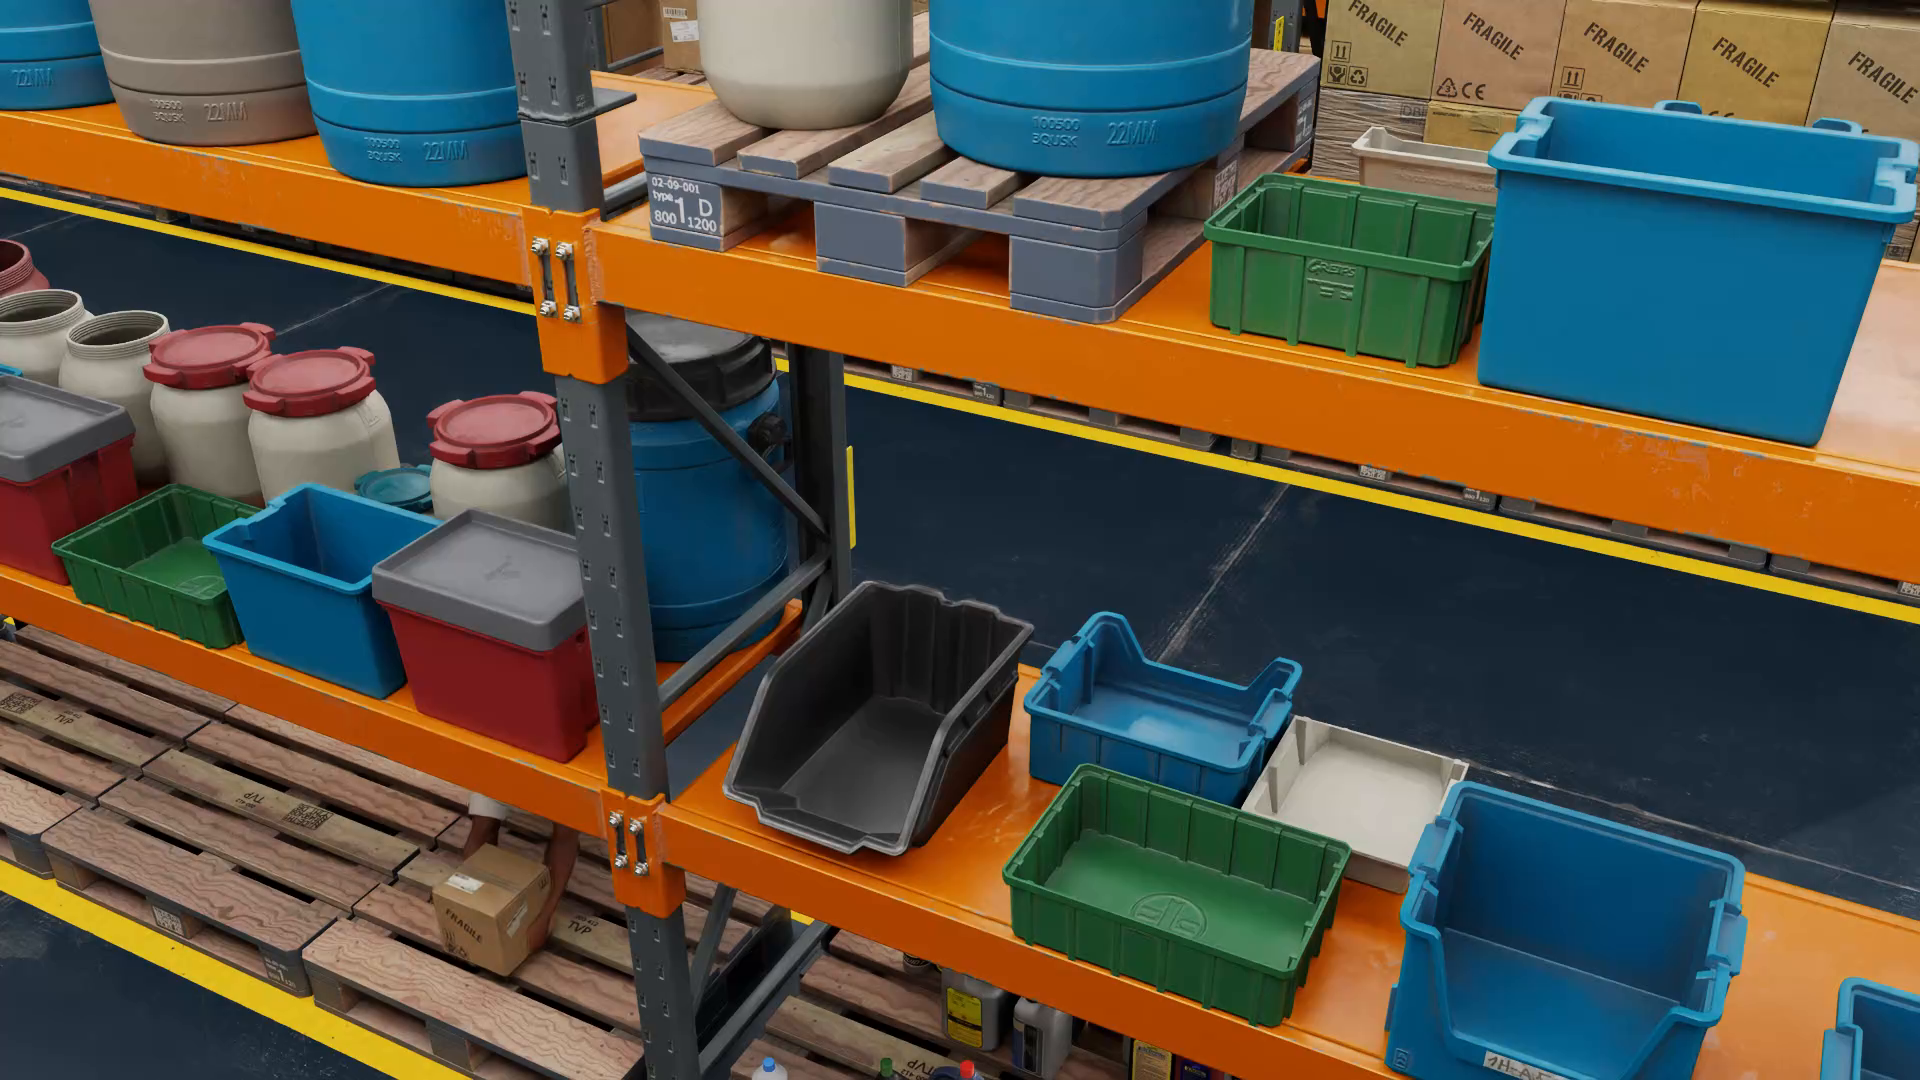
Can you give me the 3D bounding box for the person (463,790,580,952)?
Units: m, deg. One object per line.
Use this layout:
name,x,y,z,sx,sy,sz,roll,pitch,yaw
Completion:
person,-1.332,0.798,5.512,0.513,0.968,1.240,4,30,7
